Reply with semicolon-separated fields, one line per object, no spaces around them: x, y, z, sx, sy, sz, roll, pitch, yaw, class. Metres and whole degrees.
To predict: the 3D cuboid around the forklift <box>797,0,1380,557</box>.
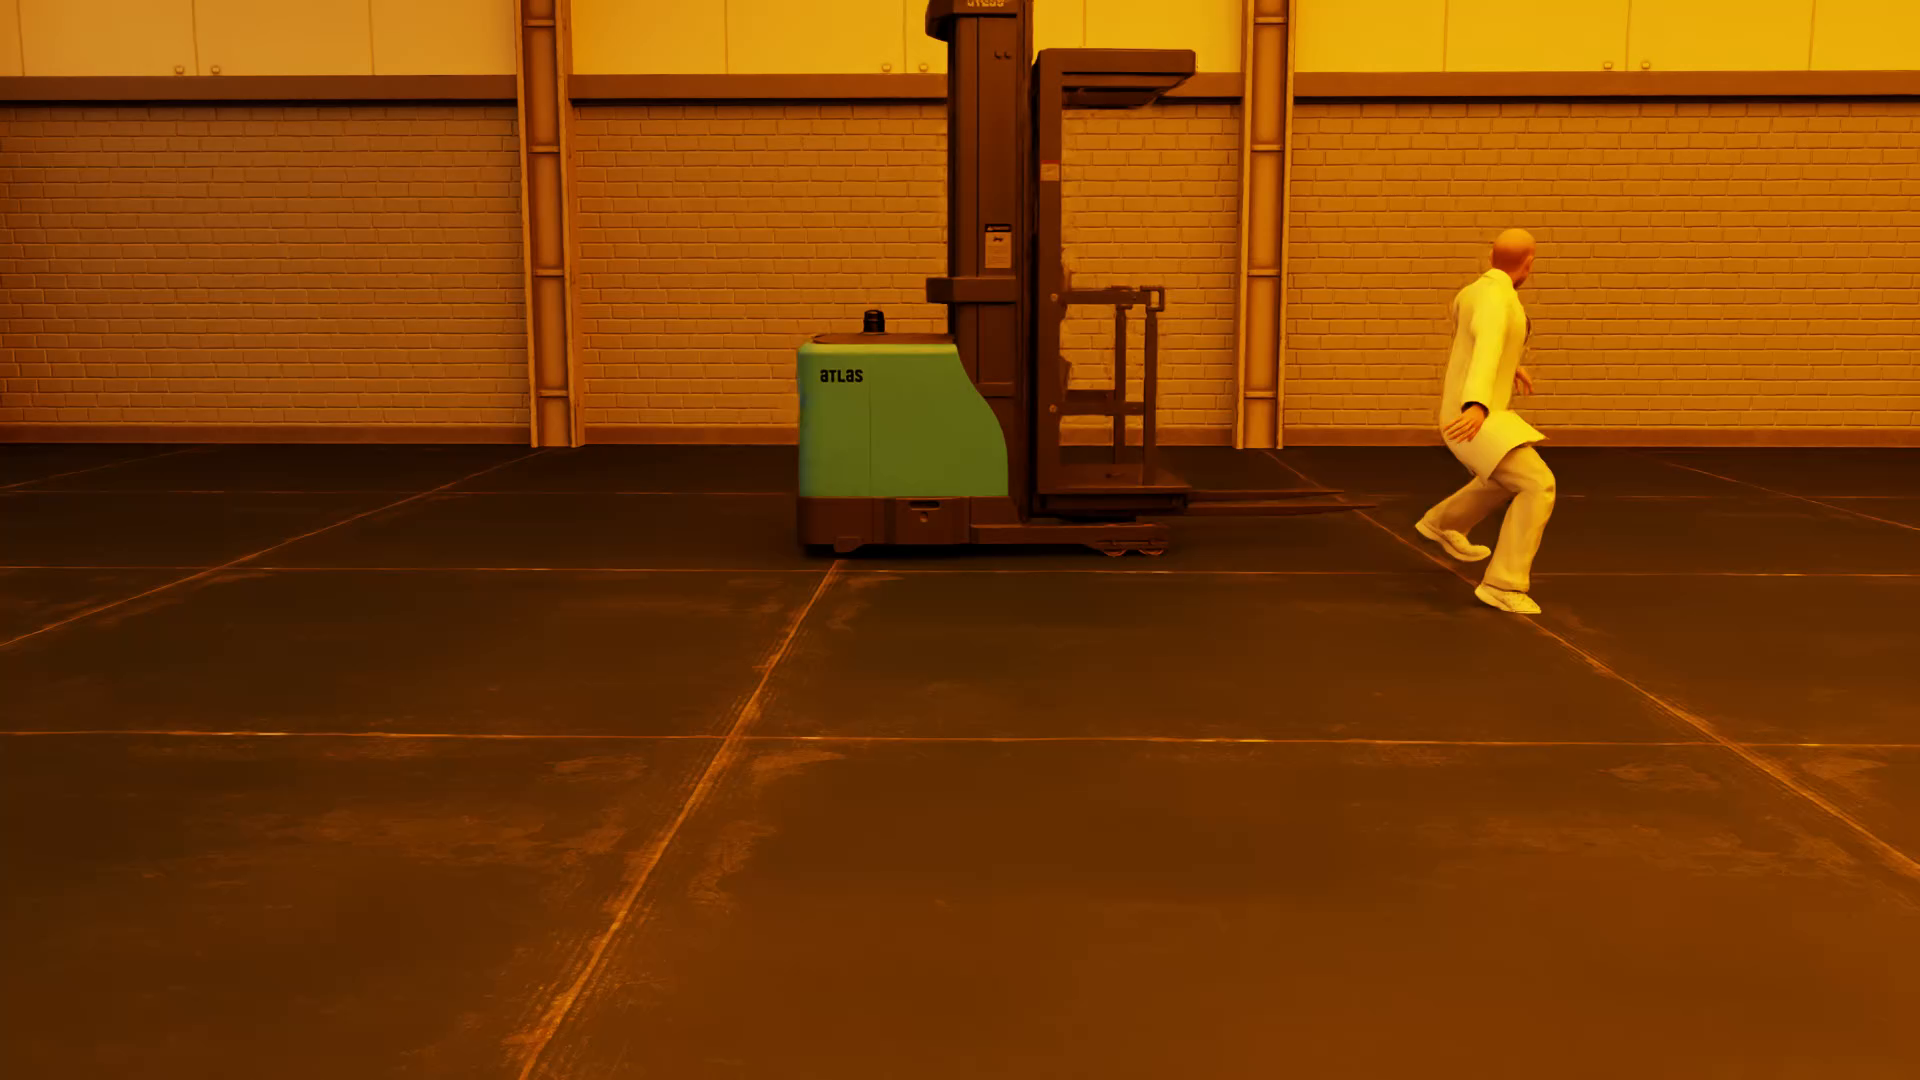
0.665;-1.444;8.746;3.031;2.935;1.130;-1;9;-3;forklift

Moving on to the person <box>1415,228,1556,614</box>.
2.312;-0.512;7.291;0.571;1.684;1.223;2;9;15;person
